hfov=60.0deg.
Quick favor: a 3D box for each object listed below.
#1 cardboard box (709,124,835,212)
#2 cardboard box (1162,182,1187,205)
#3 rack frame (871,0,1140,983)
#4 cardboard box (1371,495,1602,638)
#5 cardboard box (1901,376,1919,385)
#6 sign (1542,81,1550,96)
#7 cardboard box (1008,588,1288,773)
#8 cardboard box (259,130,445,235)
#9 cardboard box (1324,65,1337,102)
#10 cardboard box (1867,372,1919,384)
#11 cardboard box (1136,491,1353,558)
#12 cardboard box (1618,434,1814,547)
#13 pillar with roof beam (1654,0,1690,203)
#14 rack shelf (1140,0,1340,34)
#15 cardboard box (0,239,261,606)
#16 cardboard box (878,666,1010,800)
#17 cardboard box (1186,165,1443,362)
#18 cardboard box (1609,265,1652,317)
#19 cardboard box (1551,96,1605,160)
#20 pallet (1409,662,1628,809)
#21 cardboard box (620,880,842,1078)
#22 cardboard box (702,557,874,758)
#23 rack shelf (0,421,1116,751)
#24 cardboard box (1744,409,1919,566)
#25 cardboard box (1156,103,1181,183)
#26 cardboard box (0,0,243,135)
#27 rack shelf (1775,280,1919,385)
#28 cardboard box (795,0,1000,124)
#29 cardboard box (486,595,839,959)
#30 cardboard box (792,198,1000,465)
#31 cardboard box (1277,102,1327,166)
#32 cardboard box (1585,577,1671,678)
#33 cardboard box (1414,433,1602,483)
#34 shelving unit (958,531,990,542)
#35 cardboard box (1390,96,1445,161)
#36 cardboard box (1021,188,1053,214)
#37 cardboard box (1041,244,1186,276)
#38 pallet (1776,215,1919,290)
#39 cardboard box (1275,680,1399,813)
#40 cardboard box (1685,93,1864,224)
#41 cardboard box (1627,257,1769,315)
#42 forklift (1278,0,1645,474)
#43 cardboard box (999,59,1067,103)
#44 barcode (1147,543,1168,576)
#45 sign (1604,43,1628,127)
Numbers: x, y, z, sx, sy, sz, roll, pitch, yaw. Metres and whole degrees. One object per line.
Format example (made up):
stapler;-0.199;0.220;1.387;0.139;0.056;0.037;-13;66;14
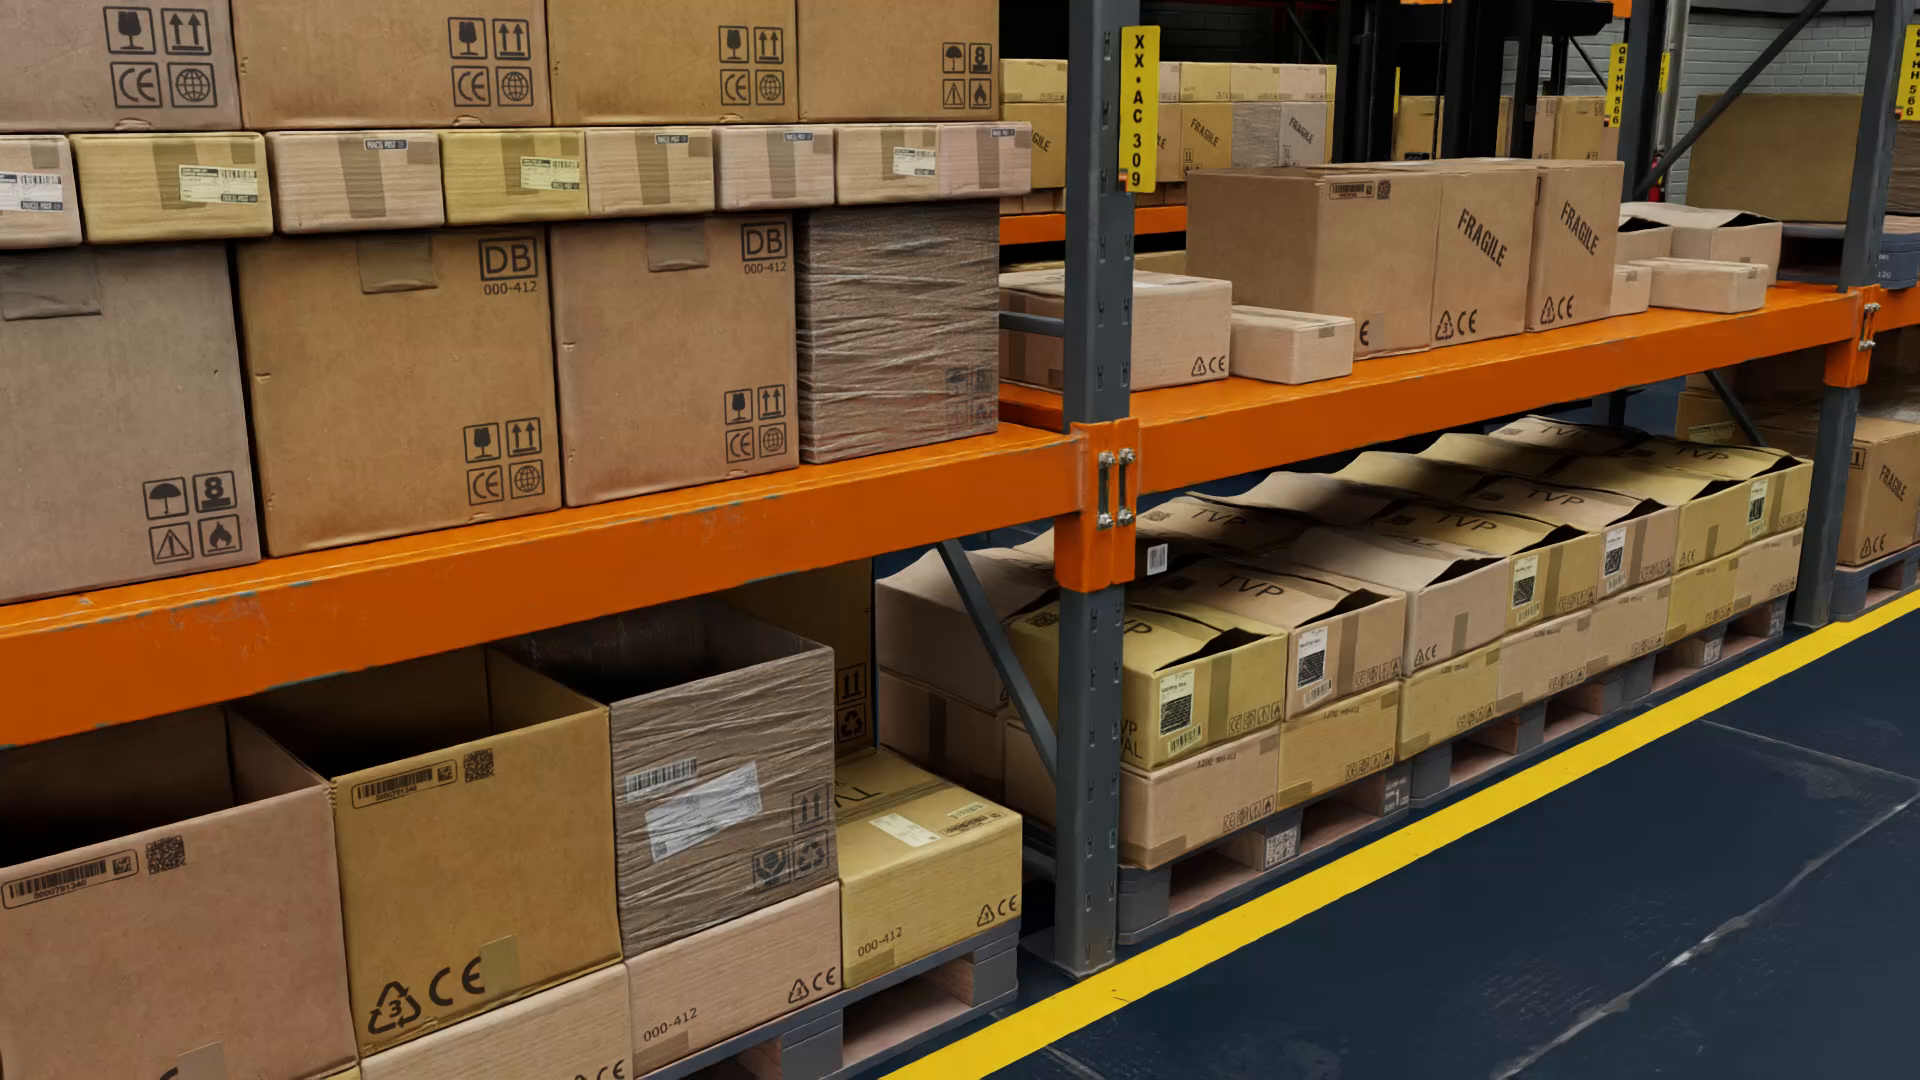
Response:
cardboard box;-0.451;-0.711;3.149;0.250;0.149;0.380;-13;20;-41
cardboard box;1.310;-2.326;11.093;0.250;0.149;0.380;-13;19;-39
rack frame;-0.003;-0.523;3.897;0.127;3.000;1.000;-13;19;-39
cardboard box;1.631;0.049;5.182;0.500;0.311;0.500;-12;19;-38
cardboard box;4.709;-0.491;7.766;0.500;0.500;0.500;-14;20;-41
sign;5.435;-4.086;15.402;0.005;0.325;0.100;-13;19;-39
cardboard box;0.472;0.310;4.206;0.500;0.311;0.500;-13;19;-39
cardboard box;-1.026;-0.583;2.668;0.250;0.149;0.380;-12;19;-38
cardboard box;2.593;-3.278;11.946;0.500;0.250;0.500;-12;19;-38
cardboard box;4.348;-0.588;8.129;0.500;0.500;0.500;-14;20;-41
cardboard box;0.881;0.033;5.241;0.500;0.311;0.500;-13;20;-40
cardboard box;2.781;-0.210;6.151;0.500;0.311;0.500;-12;19;-38
pillar with roof beam;10.090;-6.206;13.547;0.400;9.000;9.100;-13;19;-39
rack shelf;1.269;-3.605;11.016;4.000;0.370;1.077;-13;19;-39
cardboard box;-1.494;-0.234;2.618;0.500;0.500;0.700;-12;19;-38
cardboard box;0.120;0.475;4.672;0.500;0.250;0.500;-13;20;-40
cardboard box;0.984;-0.788;4.694;0.500;0.500;0.500;-11;18;-35
cardboard box;2.089;-0.853;5.617;0.250;0.149;0.380;-11;18;-35
cardboard box;4.875;-3.451;14.277;0.700;0.700;0.980;-13;20;-40
pallet;1.448;0.484;5.531;1.213;0.211;1.003;-13;19;-39
cardboard box;-0.593;0.806;3.435;0.500;0.250;0.500;-13;19;-39
cardboard box;-0.558;0.257;4.035;0.500;0.500;0.500;-13;19;-39
rack shelf;-1.512;0.163;2.722;4.000;0.370;1.077;-13;19;-39
cardboard box;3.545;-0.227;6.780;0.500;0.500;0.500;-12;19;-37
cardboard box;1.071;-2.570;10.749;0.500;0.500;0.500;-13;20;-40
cardboard box;-1.469;-0.867;2.476;0.500;0.500;0.700;-13;19;-39
rack shelf;4.523;-1.192;7.795;4.000;0.370;1.077;-13;19;-39
cardboard box;-0.334;-1.122;3.431;0.500;0.500;0.700;-13;19;-39
cardboard box;-0.594;0.443;3.339;0.500;0.500;0.500;-13;19;-39
cardboard box;-0.334;-0.495;3.598;0.500;0.500;0.700;-13;20;-41
cardboard box;2.216;-2.829;11.718;0.500;0.500;0.500;-12;19;-39
cardboard box;2.010;0.234;5.577;0.500;0.250;0.500;-12;19;-38
cardboard box;2.036;-0.224;6.205;0.500;0.311;0.500;-13;20;-41
shelving unit;-0.011;-0.577;7.586;0.189;1.200;0.258;-13;19;-39
cardboard box;3.197;-3.076;12.872;0.700;0.700;0.980;-12;19;-39
cardboard box;0.356;-2.105;10.265;0.250;0.149;0.380;-12;19;-39
cardboard box;1.066;-1.575;11.187;0.750;0.750;0.750;-13;20;-40
pallet;3.480;-1.237;6.940;1.003;0.211;1.213;-13;19;-39
cardboard box;0.850;0.496;4.596;0.500;0.250;0.500;-12;19;-38
cardboard box;3.416;-1.581;6.849;0.700;0.500;0.500;8;17;28
cardboard box;2.517;-0.874;5.695;0.250;0.149;0.380;-13;19;-39
forklift;2.898;-1.984;9.499;3.031;2.935;1.130;-11;19;-36
cardboard box;0.293;-2.760;10.010;0.500;0.250;0.500;-12;19;-38
barcode;0.463;0.046;3.898;0.075;0.075;0.001;-13;19;-39
sign;2.651;-1.826;6.684;0.005;0.325;0.100;-13;19;-39
